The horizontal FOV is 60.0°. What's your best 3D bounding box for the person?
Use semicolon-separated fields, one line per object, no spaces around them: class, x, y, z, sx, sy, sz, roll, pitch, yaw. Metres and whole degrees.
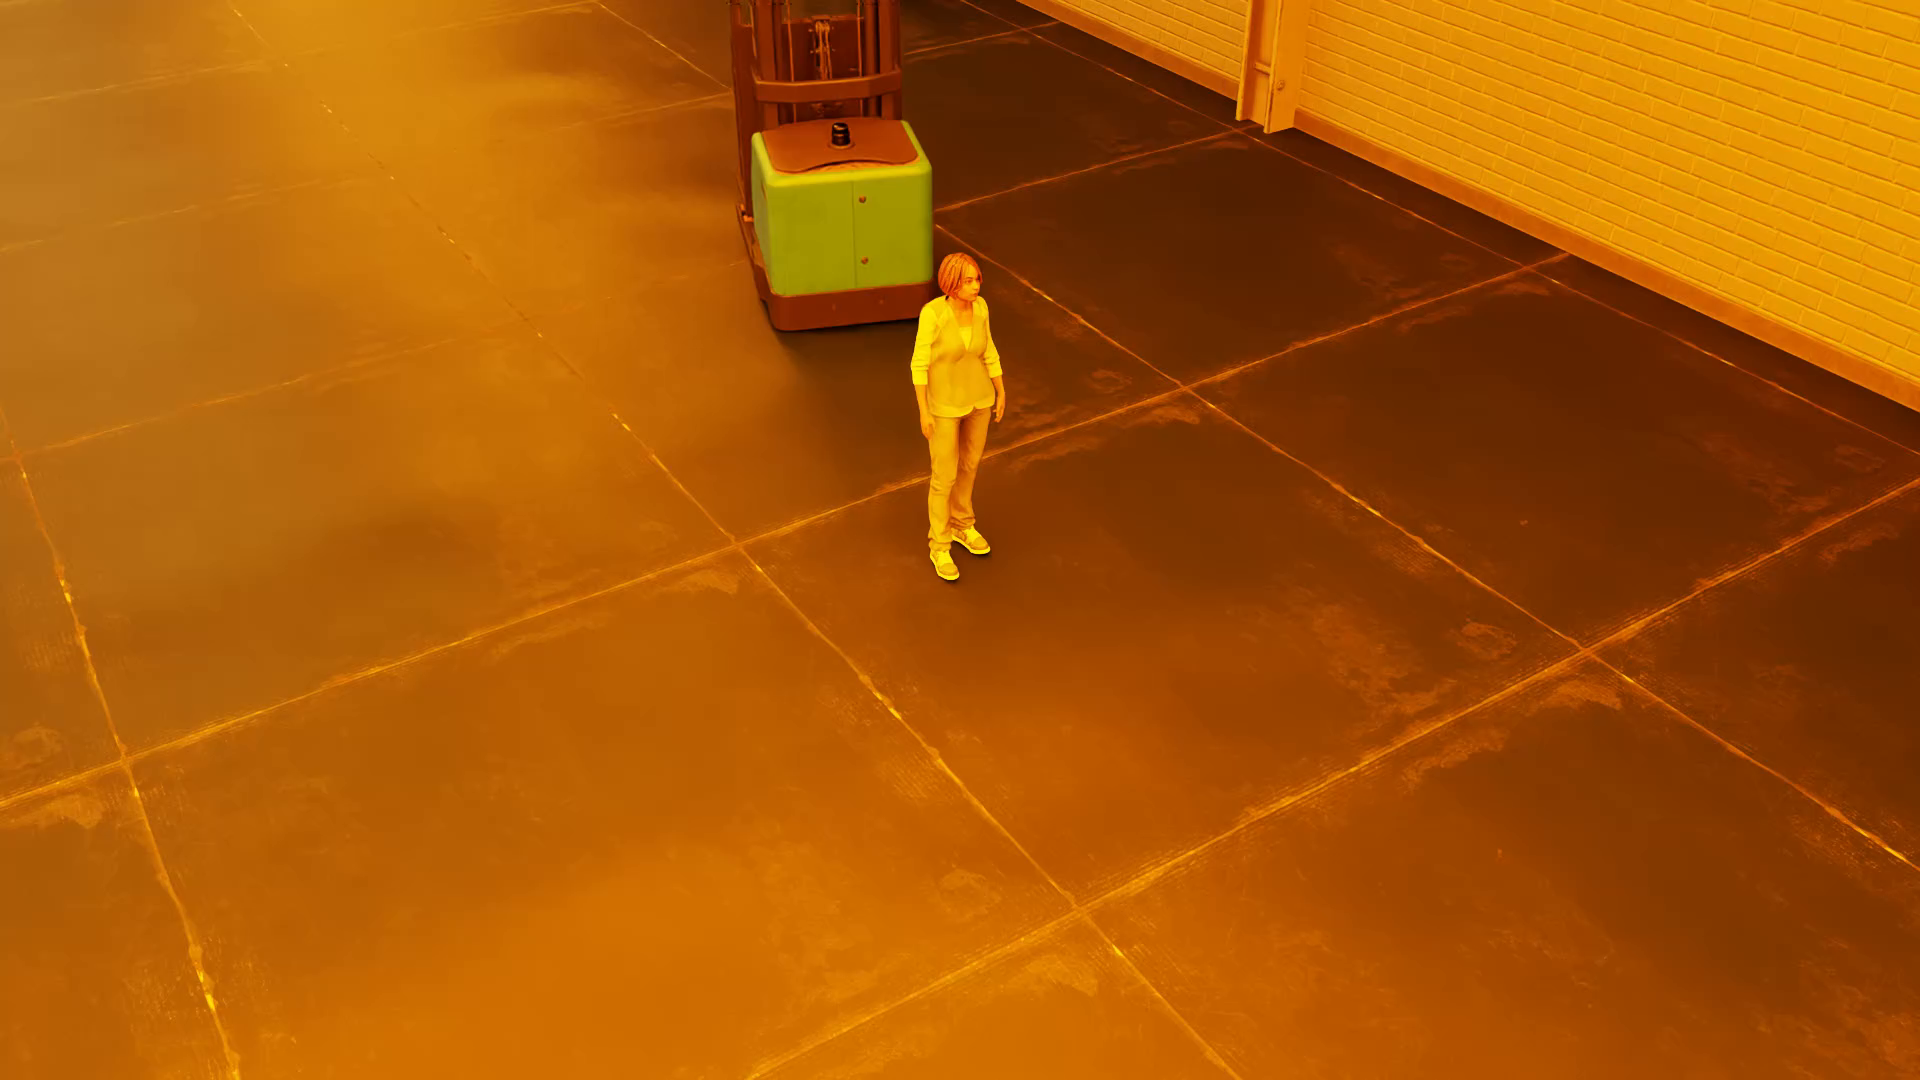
person;0.028;-0.620;8.177;0.520;1.597;0.475;-21;40;-27

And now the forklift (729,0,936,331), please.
forklift;-0.978;-3.356;10.924;1.130;2.935;3.031;-7;36;-10
